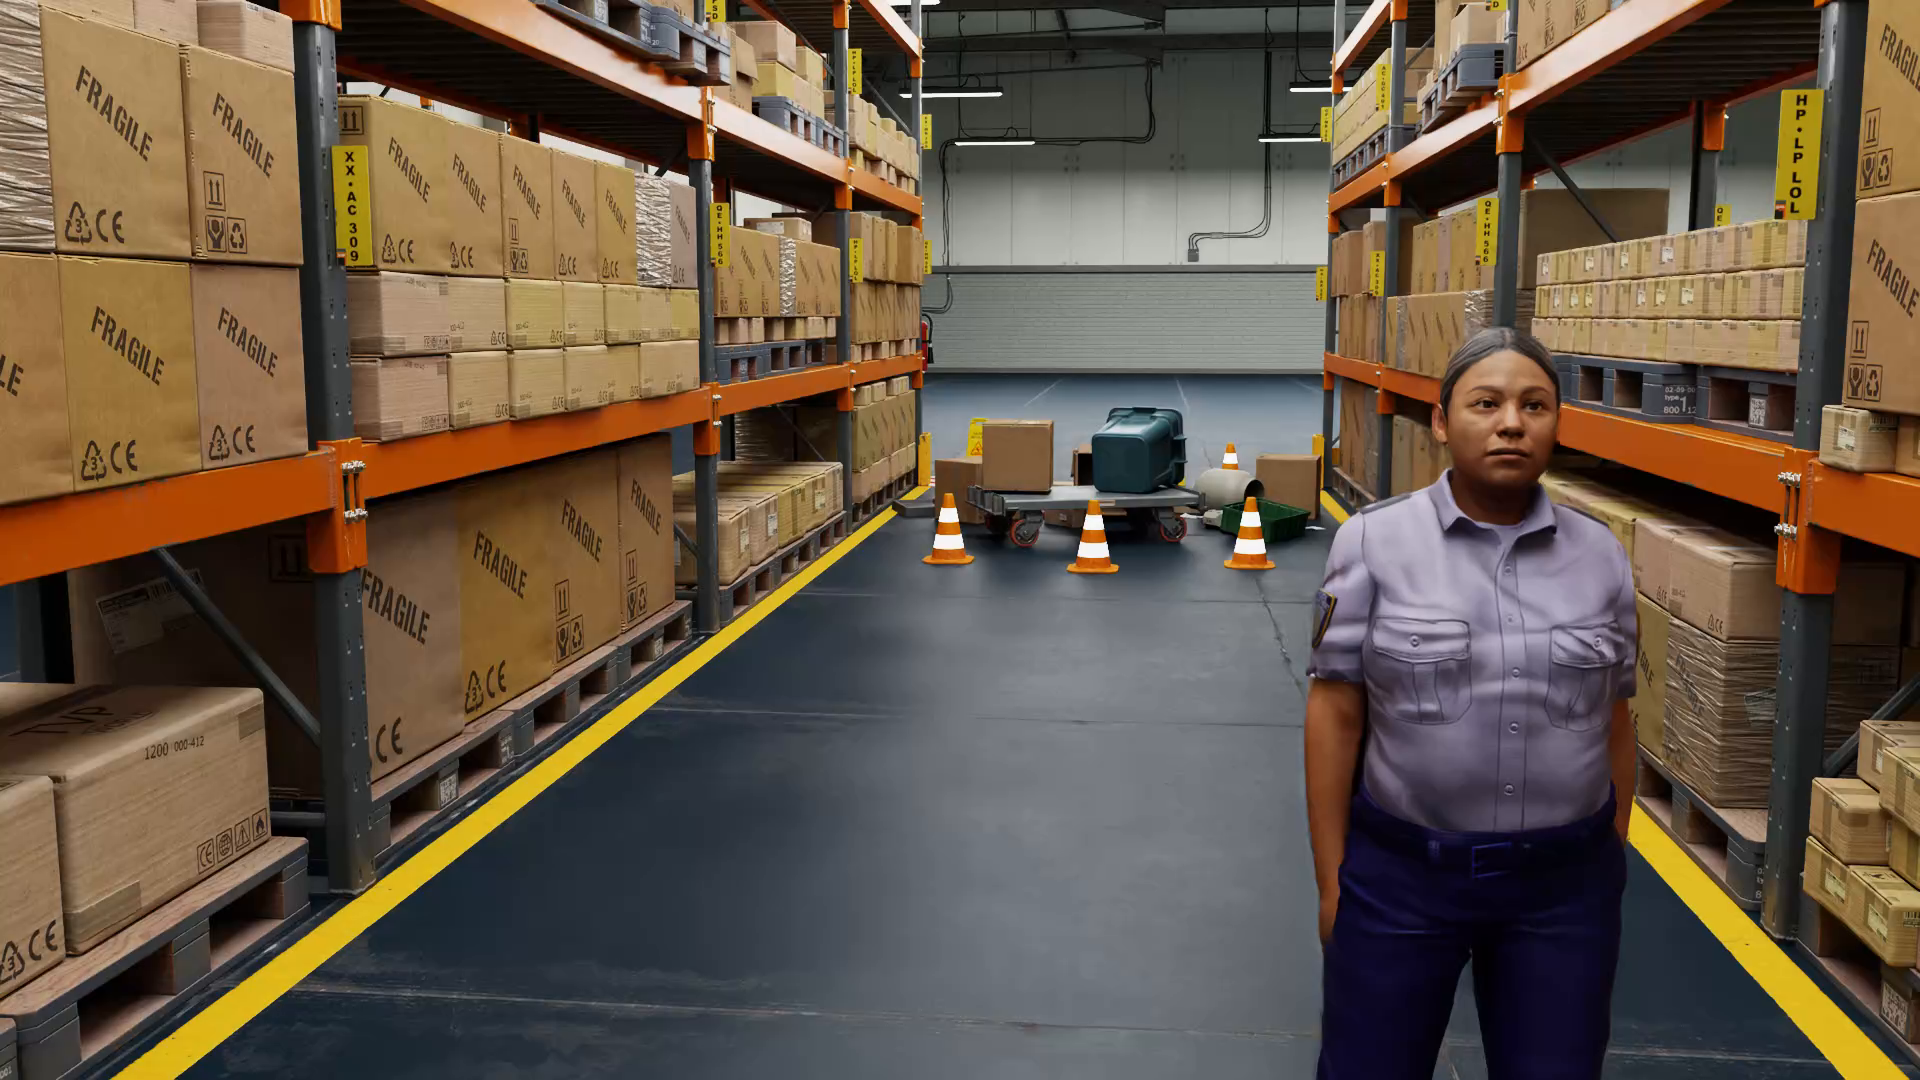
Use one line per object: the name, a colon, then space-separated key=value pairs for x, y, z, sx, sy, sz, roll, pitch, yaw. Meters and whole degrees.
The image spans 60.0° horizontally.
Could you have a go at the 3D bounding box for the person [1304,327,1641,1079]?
person: x=0.740 y=0.507 z=2.462 sx=0.473 sy=1.632 sz=0.632 roll=1 pitch=8 yaw=5
